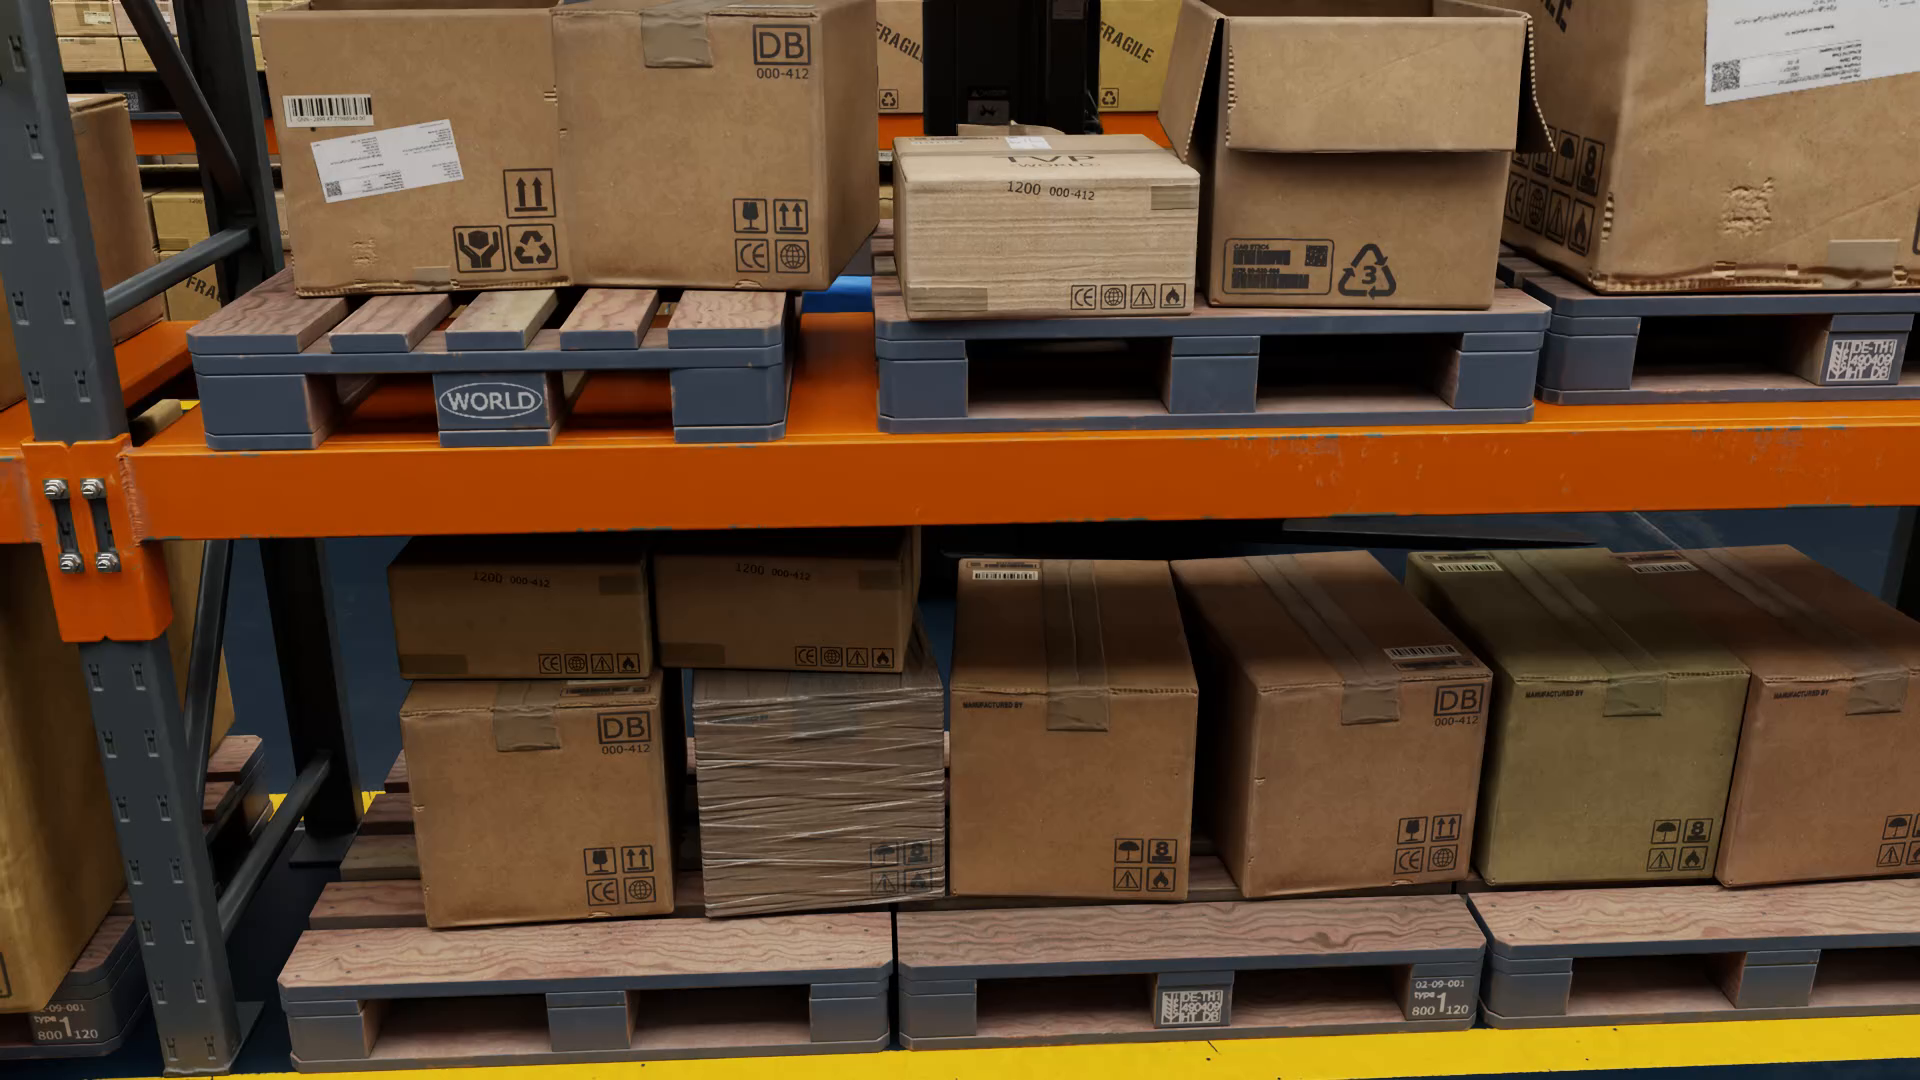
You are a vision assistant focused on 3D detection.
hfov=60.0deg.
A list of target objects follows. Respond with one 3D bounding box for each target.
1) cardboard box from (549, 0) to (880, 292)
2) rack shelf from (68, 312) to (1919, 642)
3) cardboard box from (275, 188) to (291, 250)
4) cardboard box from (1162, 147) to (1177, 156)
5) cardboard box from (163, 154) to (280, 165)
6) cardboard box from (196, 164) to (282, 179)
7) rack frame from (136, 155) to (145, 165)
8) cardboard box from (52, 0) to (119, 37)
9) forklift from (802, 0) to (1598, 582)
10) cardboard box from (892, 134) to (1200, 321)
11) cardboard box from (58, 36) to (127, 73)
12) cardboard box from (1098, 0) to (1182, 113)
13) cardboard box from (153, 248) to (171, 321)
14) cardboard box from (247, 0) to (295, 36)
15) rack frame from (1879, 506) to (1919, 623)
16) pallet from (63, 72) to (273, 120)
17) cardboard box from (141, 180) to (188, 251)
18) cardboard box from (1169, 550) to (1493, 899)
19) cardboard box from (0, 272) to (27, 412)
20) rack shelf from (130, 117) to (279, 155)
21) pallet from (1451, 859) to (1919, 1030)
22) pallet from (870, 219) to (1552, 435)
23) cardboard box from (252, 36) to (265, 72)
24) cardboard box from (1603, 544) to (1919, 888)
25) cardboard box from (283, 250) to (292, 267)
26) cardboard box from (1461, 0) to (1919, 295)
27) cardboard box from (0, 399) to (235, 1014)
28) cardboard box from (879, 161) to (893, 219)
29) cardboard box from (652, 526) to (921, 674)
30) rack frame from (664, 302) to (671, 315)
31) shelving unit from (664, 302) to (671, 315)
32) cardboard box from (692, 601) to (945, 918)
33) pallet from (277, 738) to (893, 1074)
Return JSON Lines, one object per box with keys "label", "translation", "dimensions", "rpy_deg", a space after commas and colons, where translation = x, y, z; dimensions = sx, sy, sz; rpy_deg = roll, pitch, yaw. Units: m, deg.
{"label": "cardboard box", "translation": [-0.460, -0.825, 3.341], "dimensions": [0.500, 0.500, 0.700], "rpy_deg": [2, 21, 5]}
{"label": "rack shelf", "translation": [0.448, -0.214, 3.479], "dimensions": [4.000, 0.370, 1.077], "rpy_deg": [-1, 21, -3]}
{"label": "cardboard box", "translation": [-2.902, -1.531, 7.796], "dimensions": [0.500, 0.250, 0.500], "rpy_deg": [-1, 21, -2]}
{"label": "cardboard box", "translation": [1.356, -3.068, 13.067], "dimensions": [0.625, 0.372, 0.950], "rpy_deg": [-1, 21, -2]}
{"label": "cardboard box", "translation": [-5.493, -3.193, 12.688], "dimensions": [0.875, 0.875, 0.875], "rpy_deg": [-1, 21, -1]}
{"label": "cardboard box", "translation": [-3.434, -1.708, 8.262], "dimensions": [0.500, 0.250, 0.500], "rpy_deg": [-1, 21, -3]}
{"label": "rack frame", "translation": [-6.108, -3.949, 12.277], "dimensions": [0.127, 3.000, 1.000], "rpy_deg": [-1, 21, -3]}
{"label": "cardboard box", "translation": [-3.743, -2.288, 7.258], "dimensions": [0.250, 0.149, 0.380], "rpy_deg": [-2, 21, -4]}
{"label": "forklift", "translation": [0.636, -1.334, 5.505], "dimensions": [3.031, 2.935, 1.130], "rpy_deg": [2, 21, 6]}
{"label": "cardboard box", "translation": [0.138, -0.588, 3.071], "dimensions": [0.500, 0.250, 0.500], "rpy_deg": [-2, 21, -5]}
{"label": "cardboard box", "translation": [-3.750, -2.148, 7.311], "dimensions": [0.250, 0.149, 0.380], "rpy_deg": [-2, 21, -6]}
{"label": "cardboard box", "translation": [0.748, -2.276, 7.742], "dimensions": [0.500, 0.500, 0.500], "rpy_deg": [-1, 21, -2]}
{"label": "cardboard box", "translation": [-3.921, -1.168, 7.896], "dimensions": [0.500, 0.500, 0.500], "rpy_deg": [-1, 21, -2]}
{"label": "cardboard box", "translation": [-2.977, -2.303, 7.298], "dimensions": [0.250, 0.149, 0.380], "rpy_deg": [-1, 21, -3]}
{"label": "rack frame", "translation": [2.445, -0.591, 3.458], "dimensions": [0.127, 3.000, 1.000], "rpy_deg": [-1, 21, -3]}
{"label": "pallet", "translation": [-3.705, -2.129, 7.768], "dimensions": [1.213, 0.211, 1.003], "rpy_deg": [-1, 21, -3]}
{"label": "cardboard box", "translation": [-3.930, -1.513, 7.747], "dimensions": [0.500, 0.250, 0.500], "rpy_deg": [0, 21, -1]}
{"label": "cardboard box", "translation": [0.795, 0.391, 3.773], "dimensions": [0.500, 0.500, 0.700], "rpy_deg": [-3, 21, -8]}
{"label": "cardboard box", "translation": [-2.027, -0.458, 2.969], "dimensions": [0.500, 0.500, 0.500], "rpy_deg": [-1, 21, -1]}
{"label": "rack shelf", "translation": [-3.727, -1.897, 7.899], "dimensions": [4.000, 0.370, 1.077], "rpy_deg": [-1, 21, -3]}
{"label": "pallet", "translation": [1.668, 0.728, 3.911], "dimensions": [1.213, 0.211, 1.003], "rpy_deg": [-1, 21, -3]}
{"label": "pallet", "translation": [0.425, -0.475, 3.422], "dimensions": [1.213, 0.211, 1.003], "rpy_deg": [-1, 21, -3]}
{"label": "cardboard box", "translation": [-2.951, -2.166, 7.357], "dimensions": [0.250, 0.149, 0.380], "rpy_deg": [-1, 21, -4]}
{"label": "cardboard box", "translation": [1.831, 0.376, 3.811], "dimensions": [0.500, 0.500, 0.700], "rpy_deg": [-3, 21, -7]}
{"label": "cardboard box", "translation": [-2.891, -1.186, 7.944], "dimensions": [0.500, 0.500, 0.500], "rpy_deg": [0, 21, -1]}
{"label": "cardboard box", "translation": [1.644, -1.101, 3.364], "dimensions": [1.000, 1.000, 1.000], "rpy_deg": [-1, 21, -3]}
{"label": "cardboard box", "translation": [-2.239, 0.294, 3.530], "dimensions": [0.875, 0.875, 1.225], "rpy_deg": [-2, 21, -6]}
{"label": "cardboard box", "translation": [-0.245, -1.418, 8.201], "dimensions": [0.750, 0.750, 1.050], "rpy_deg": [-1, 21, -2]}
{"label": "cardboard box", "translation": [-0.352, 0.064, 3.579], "dimensions": [0.500, 0.250, 0.500], "rpy_deg": [1, 21, 3]}
{"label": "rack frame", "translation": [-1.022, -0.526, 5.817], "dimensions": [0.240, 1.200, 0.015], "rpy_deg": [14, 25, 33]}
{"label": "shelving unit", "translation": [-1.163, -0.455, 5.631], "dimensions": [0.258, 1.200, 0.503], "rpy_deg": [14, 25, 33]}
{"label": "cardboard box", "translation": [-0.328, 0.416, 3.707], "dimensions": [0.500, 0.500, 0.700], "rpy_deg": [-3, 21, -8]}
{"label": "pallet", "translation": [-0.768, 0.778, 3.781], "dimensions": [1.213, 0.211, 1.003], "rpy_deg": [-1, 21, -3]}
